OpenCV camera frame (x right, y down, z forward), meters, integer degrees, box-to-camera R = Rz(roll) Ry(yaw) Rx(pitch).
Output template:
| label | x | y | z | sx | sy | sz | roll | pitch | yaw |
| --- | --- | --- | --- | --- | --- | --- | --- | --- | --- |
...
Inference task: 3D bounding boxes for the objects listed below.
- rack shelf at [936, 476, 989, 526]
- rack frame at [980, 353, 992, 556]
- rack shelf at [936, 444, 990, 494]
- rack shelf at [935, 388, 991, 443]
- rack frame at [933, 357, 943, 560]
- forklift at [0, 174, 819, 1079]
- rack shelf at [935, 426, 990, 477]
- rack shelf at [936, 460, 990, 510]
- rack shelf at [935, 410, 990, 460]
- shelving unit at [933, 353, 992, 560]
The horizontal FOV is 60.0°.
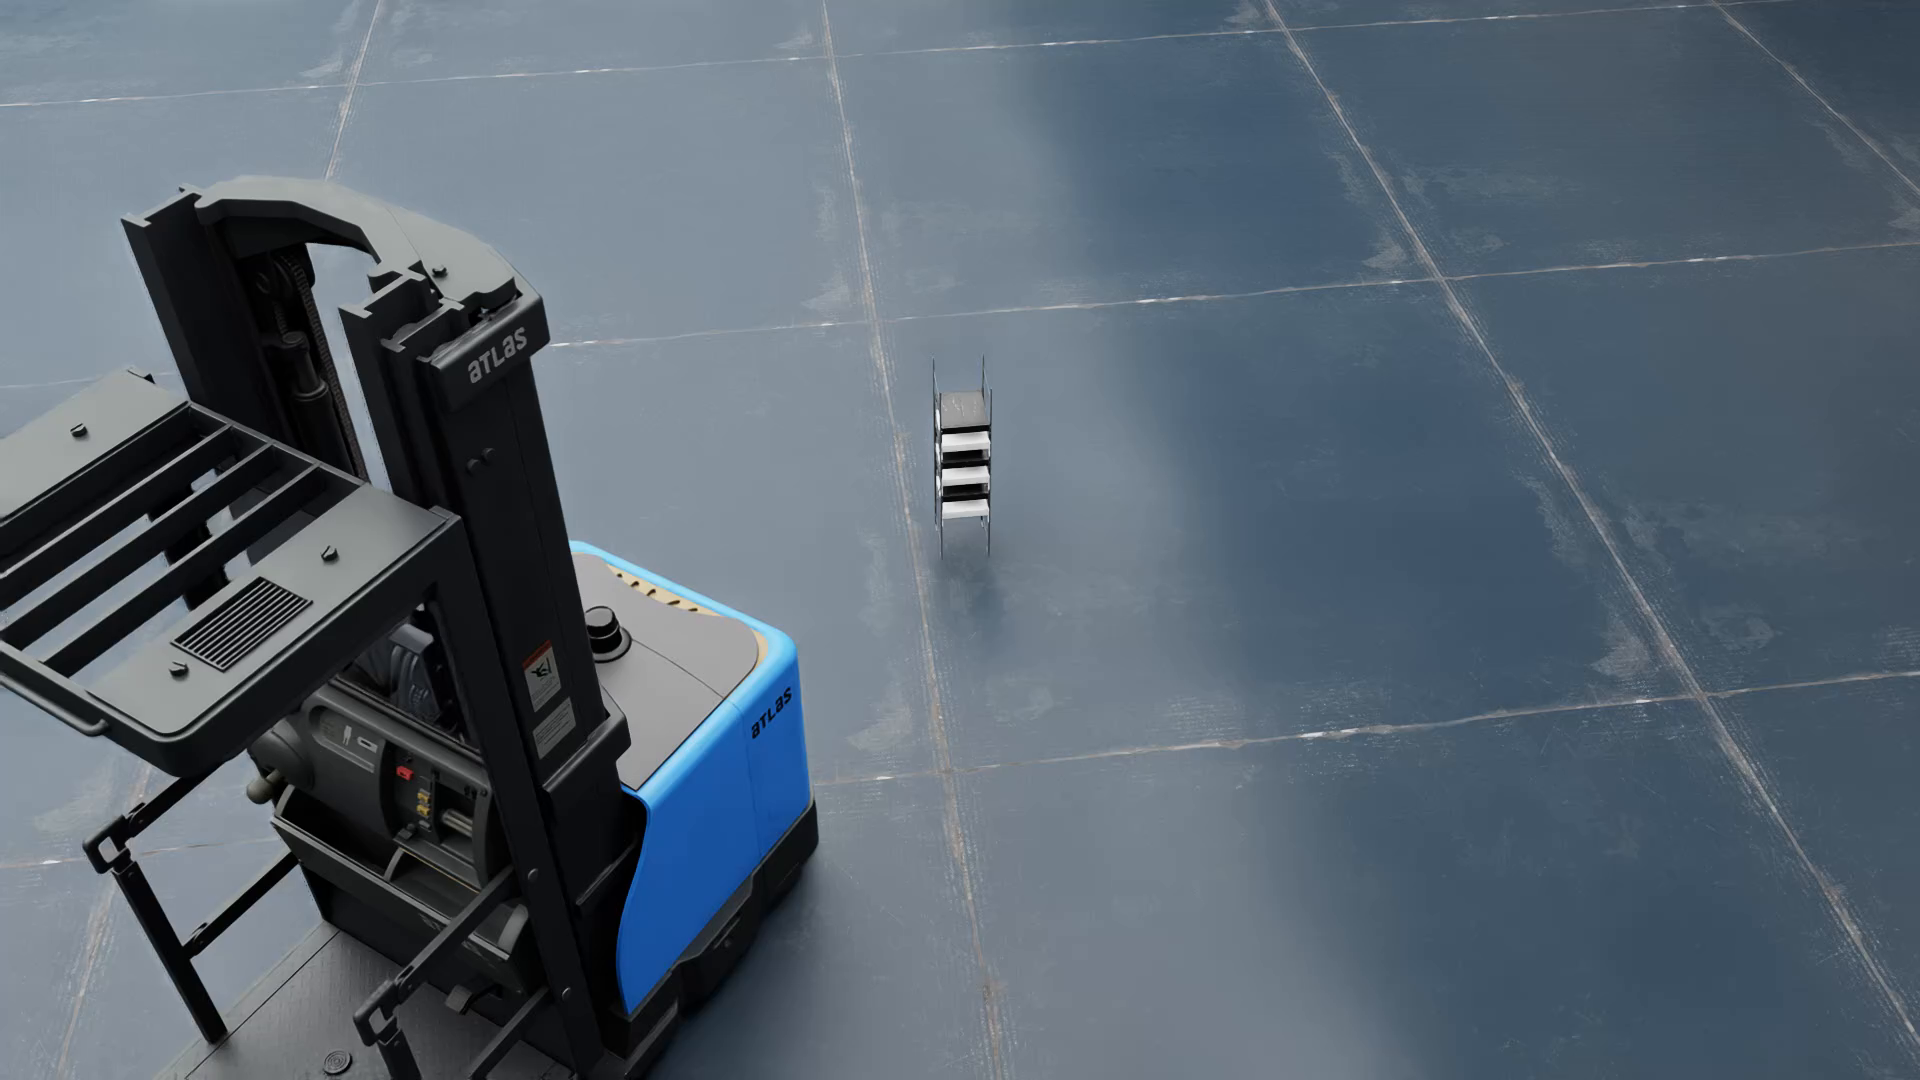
| label | x | y | z | sx | sy | sz | roll | pitch | yaw |
| --- | --- | --- | --- | --- | --- | --- | --- | --- | --- |
| rack shelf | 0.008 | -0.176 | 7.092 | 0.200 | 0.077 | 0.258 | -5 | 42 | -6 |
| rack frame | 0.109 | -0.344 | 6.959 | 0.006 | 0.900 | 0.240 | -5 | 42 | -6 |
| rack shelf | 0.008 | -0.310 | 6.972 | 0.200 | 0.077 | 0.258 | -5 | 42 | -6 |
| rack shelf | 0.008 | -0.511 | 6.791 | 0.200 | 0.077 | 0.258 | -5 | 42 | -6 |
| rack frame | -0.093 | -0.326 | 6.940 | 0.006 | 0.900 | 0.240 | -5 | 42 | -6 |
| forklift | -1.698 | 0.700 | 4.286 | 1.130 | 2.935 | 3.031 | 22 | 46 | 23 |
| rack shelf | 0.008 | -0.377 | 6.911 | 0.200 | 0.077 | 0.258 | -5 | 42 | -6 |
| rack shelf | 0.008 | -0.243 | 7.032 | 0.200 | 0.077 | 0.258 | -5 | 42 | -6 |
| rack shelf | 0.008 | -0.444 | 6.851 | 0.200 | 0.077 | 0.258 | -5 | 42 | -6 |
| shelving unit | 0.008 | -0.335 | 6.949 | 0.210 | 0.900 | 0.258 | -5 | 42 | -6 |
